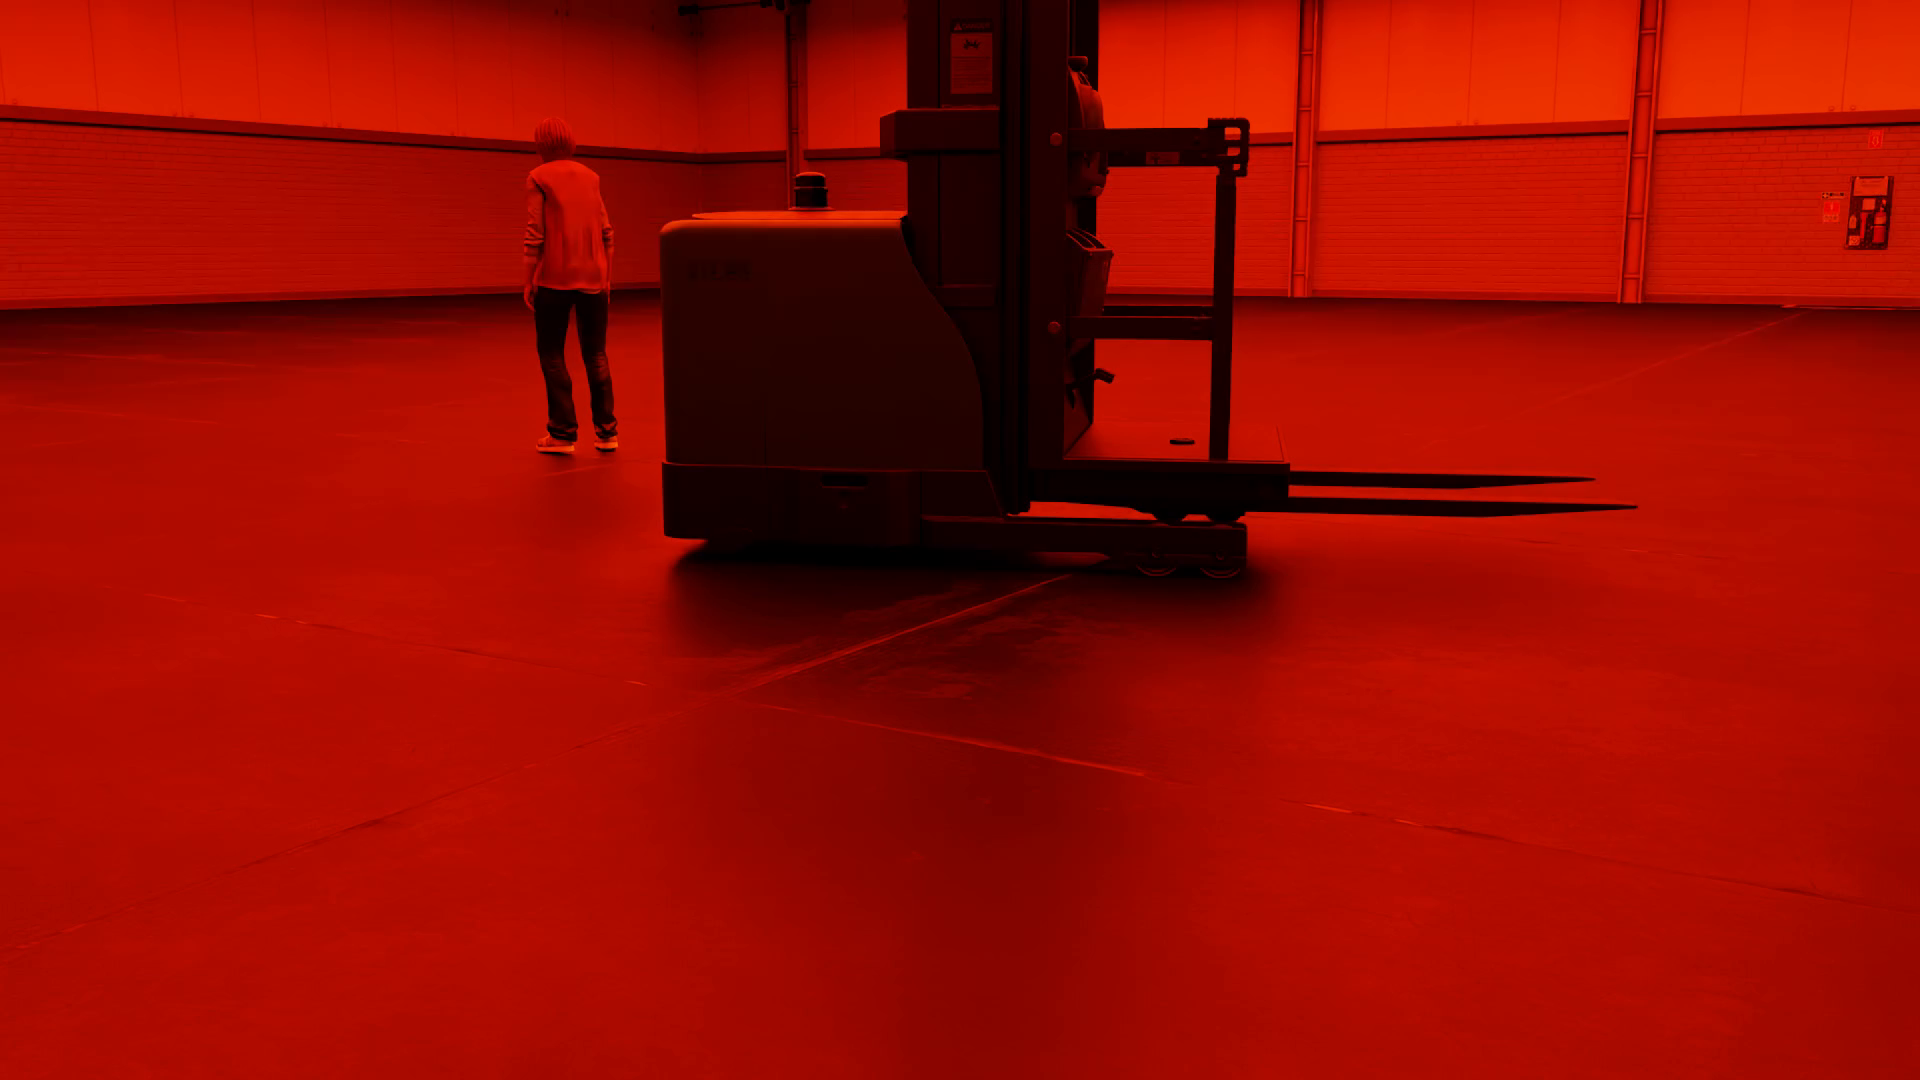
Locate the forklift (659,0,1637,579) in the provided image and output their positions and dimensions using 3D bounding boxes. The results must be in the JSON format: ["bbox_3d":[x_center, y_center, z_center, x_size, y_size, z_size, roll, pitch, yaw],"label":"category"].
[{"bbox_3d":[0.600,-1.426,5.354,3.031,2.935,1.130,2,10,9],"label":"forklift"}]

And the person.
[{"bbox_3d":[-1.872,-1.213,7.987,0.476,1.591,0.345,-8,13,-38],"label":"person"}]
